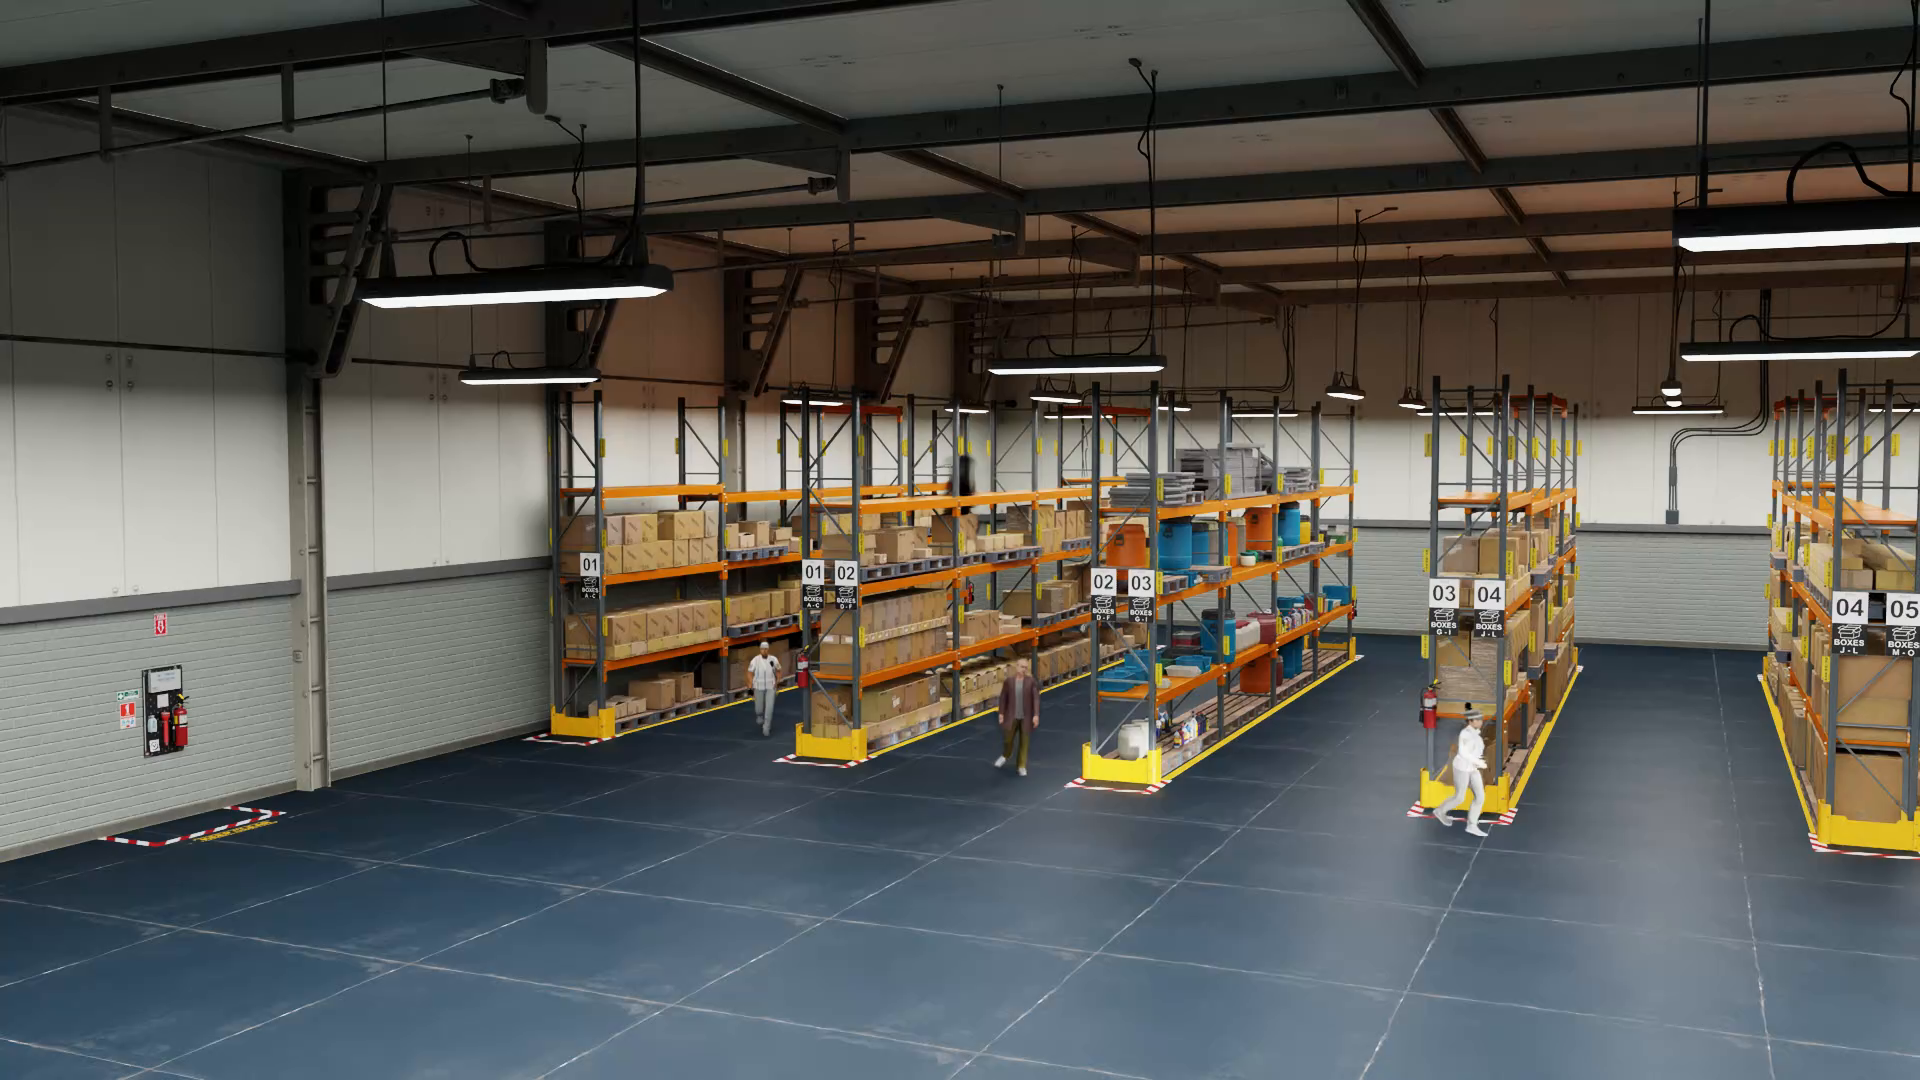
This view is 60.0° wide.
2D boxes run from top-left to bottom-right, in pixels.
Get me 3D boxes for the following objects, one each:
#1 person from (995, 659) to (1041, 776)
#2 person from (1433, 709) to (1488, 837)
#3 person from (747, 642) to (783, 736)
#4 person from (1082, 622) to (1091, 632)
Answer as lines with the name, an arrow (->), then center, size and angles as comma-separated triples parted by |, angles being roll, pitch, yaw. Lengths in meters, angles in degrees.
person -> 0.881, 2.699, 25.501 | 0.702, 1.768, 0.633 | 0, 3, 1
person -> 6.481, 2.983, 21.557 | 0.584, 1.653, 0.804 | -3, 4, -45
person -> -3.423, 2.593, 29.193 | 0.618, 1.621, 0.642 | 0, 3, -8
person -> 3.578, 1.816, 43.463 | 0.585, 1.545, 0.853 | -2, 4, -34
